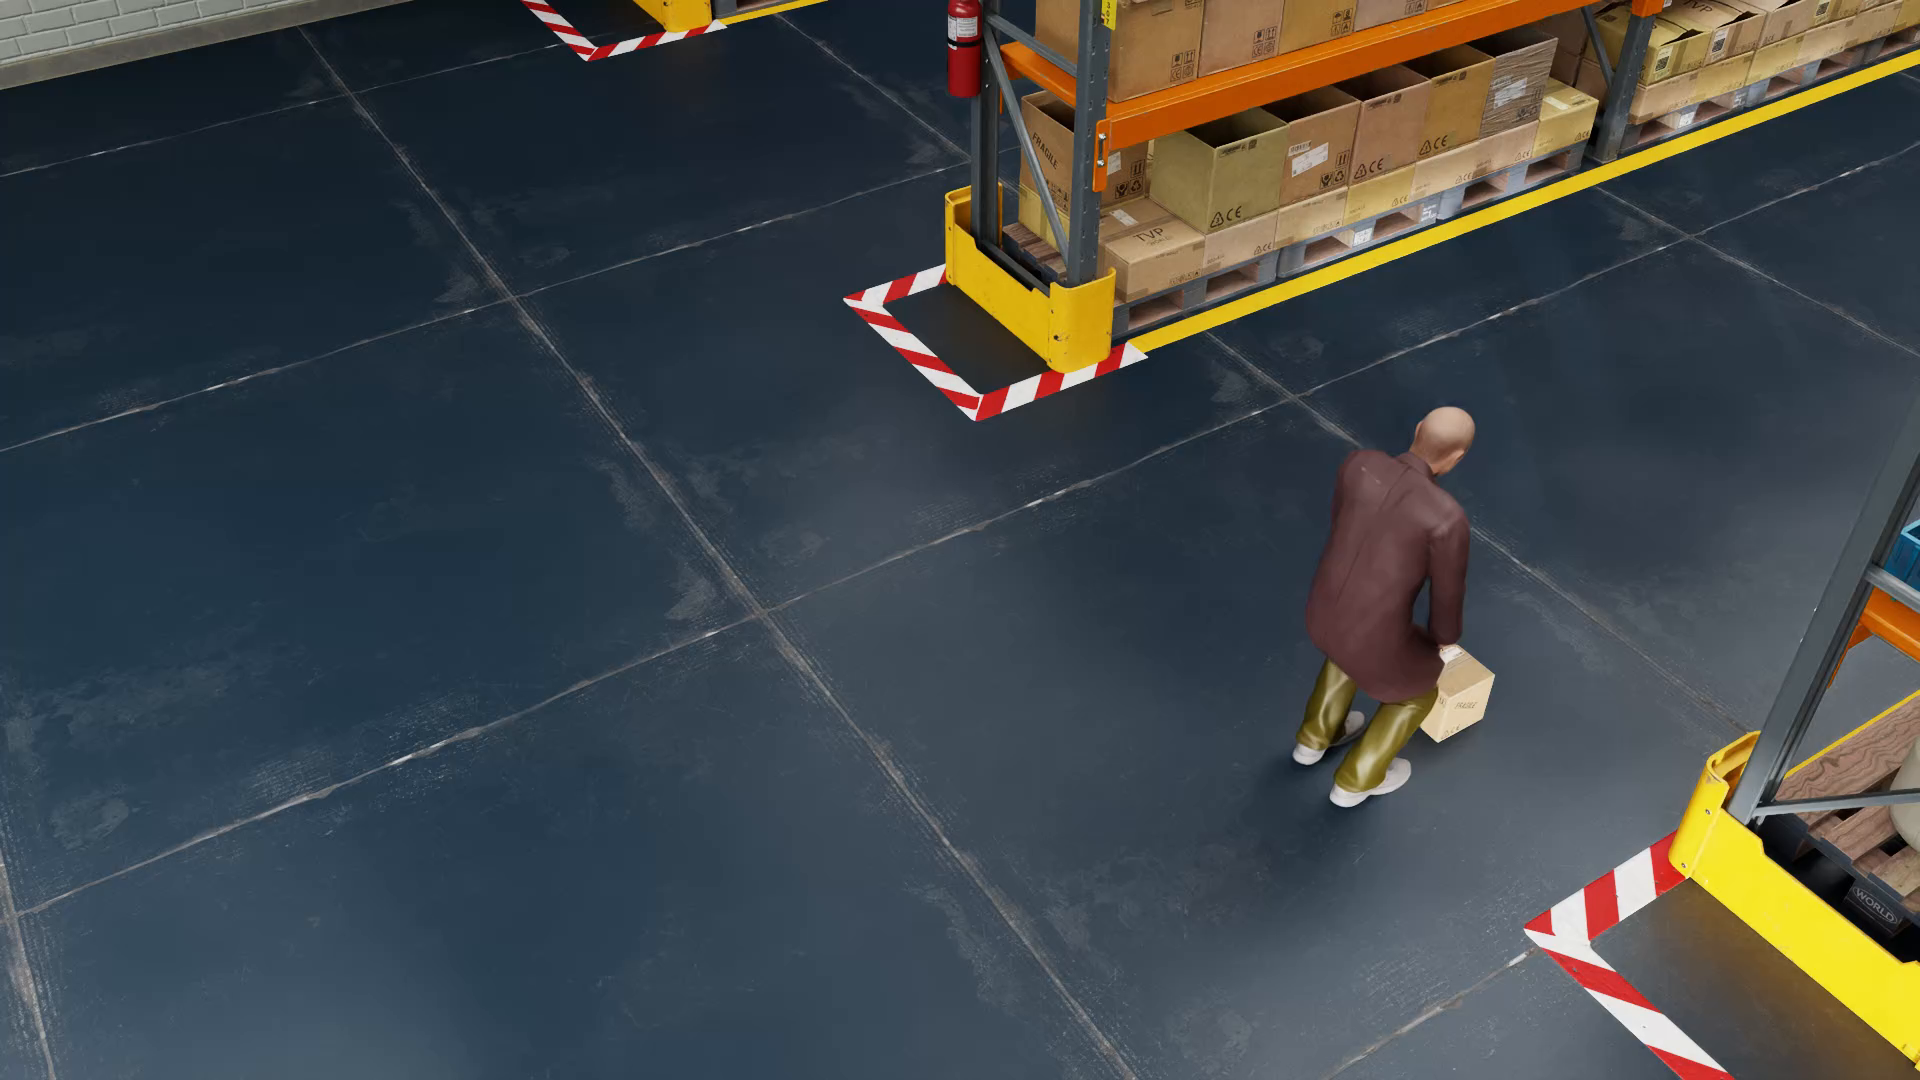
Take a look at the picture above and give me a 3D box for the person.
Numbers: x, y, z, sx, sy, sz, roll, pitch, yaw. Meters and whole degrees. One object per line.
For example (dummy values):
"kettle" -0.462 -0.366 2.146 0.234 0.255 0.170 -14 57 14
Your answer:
"person" 1.503 0.245 6.014 0.564 1.611 0.620 -22 45 -24
